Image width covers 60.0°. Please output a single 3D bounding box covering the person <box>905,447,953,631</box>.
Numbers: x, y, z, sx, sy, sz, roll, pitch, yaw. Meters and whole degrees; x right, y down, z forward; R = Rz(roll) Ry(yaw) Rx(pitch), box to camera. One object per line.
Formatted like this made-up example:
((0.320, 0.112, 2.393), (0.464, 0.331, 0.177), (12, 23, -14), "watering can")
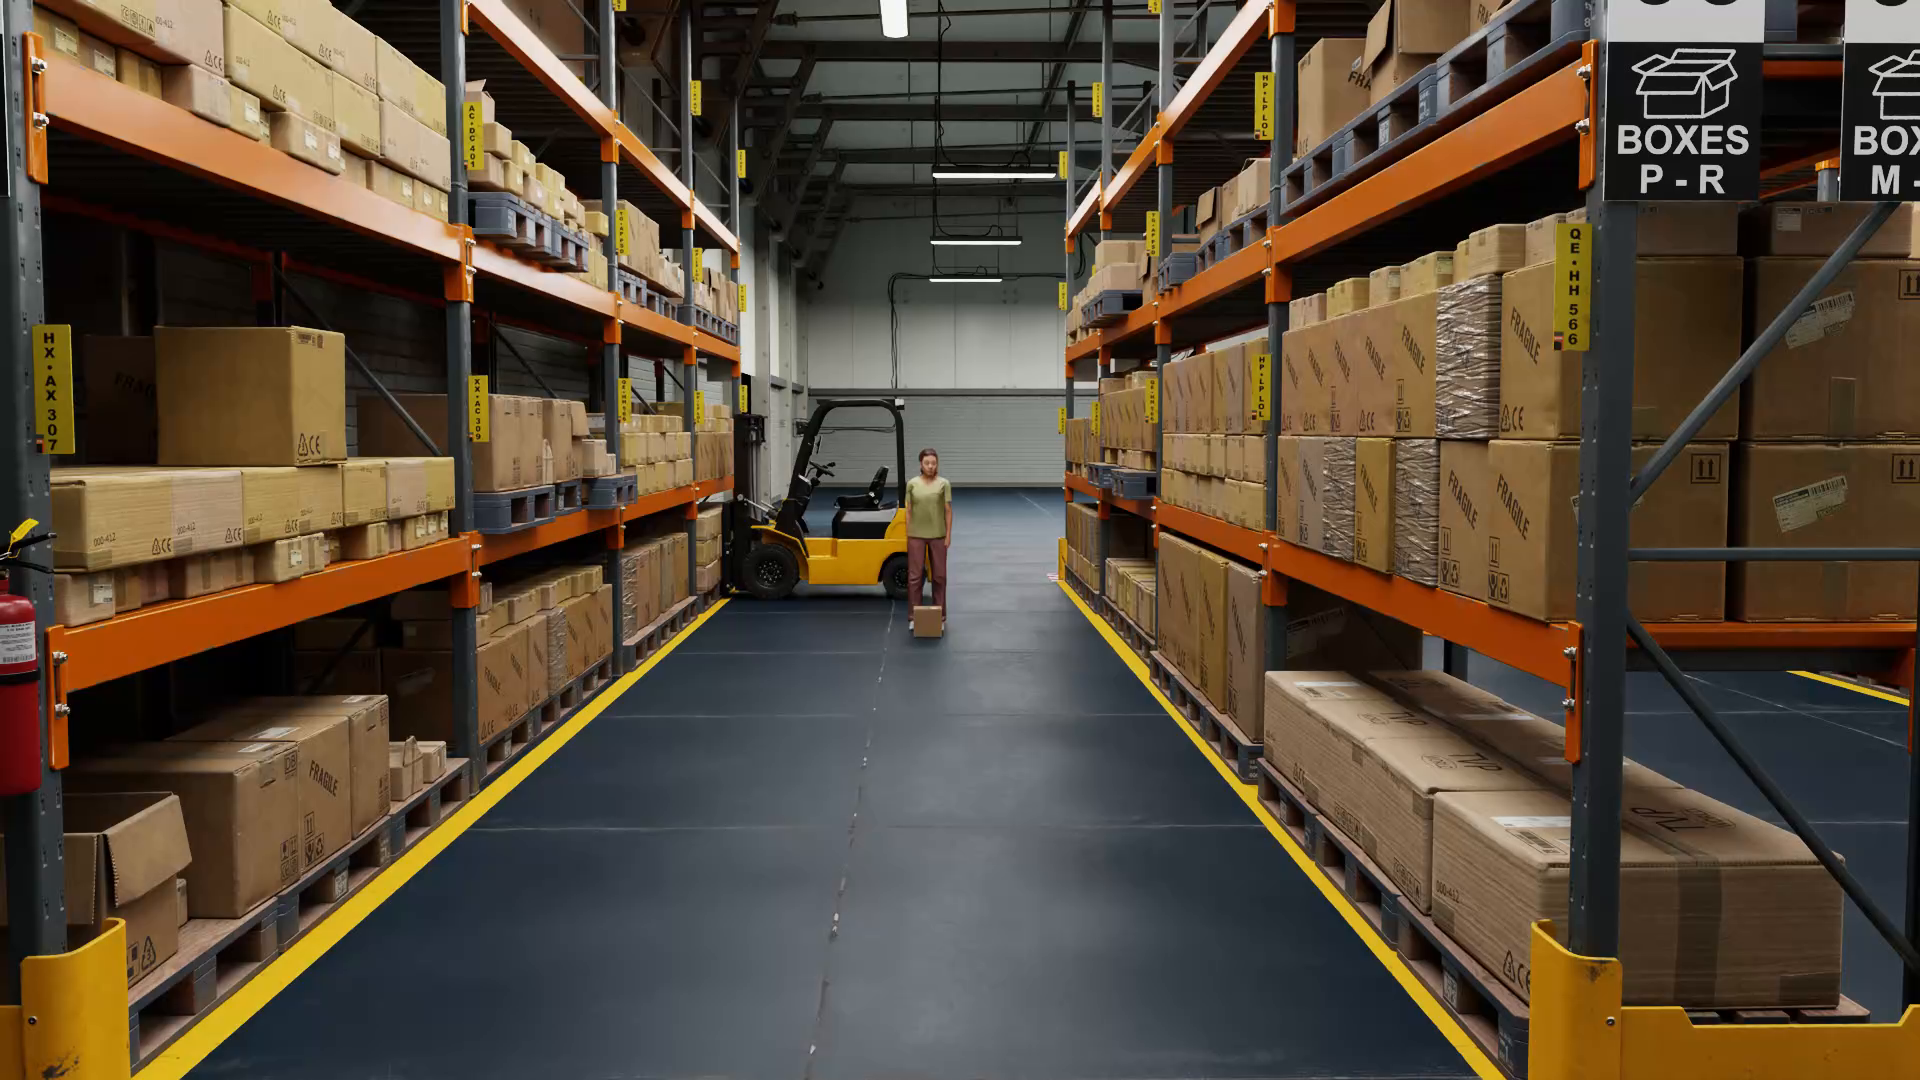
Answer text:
((-0.286, -0.011, 15.223), (0.443, 1.680, 0.362), (0, 4, 0), "person")
